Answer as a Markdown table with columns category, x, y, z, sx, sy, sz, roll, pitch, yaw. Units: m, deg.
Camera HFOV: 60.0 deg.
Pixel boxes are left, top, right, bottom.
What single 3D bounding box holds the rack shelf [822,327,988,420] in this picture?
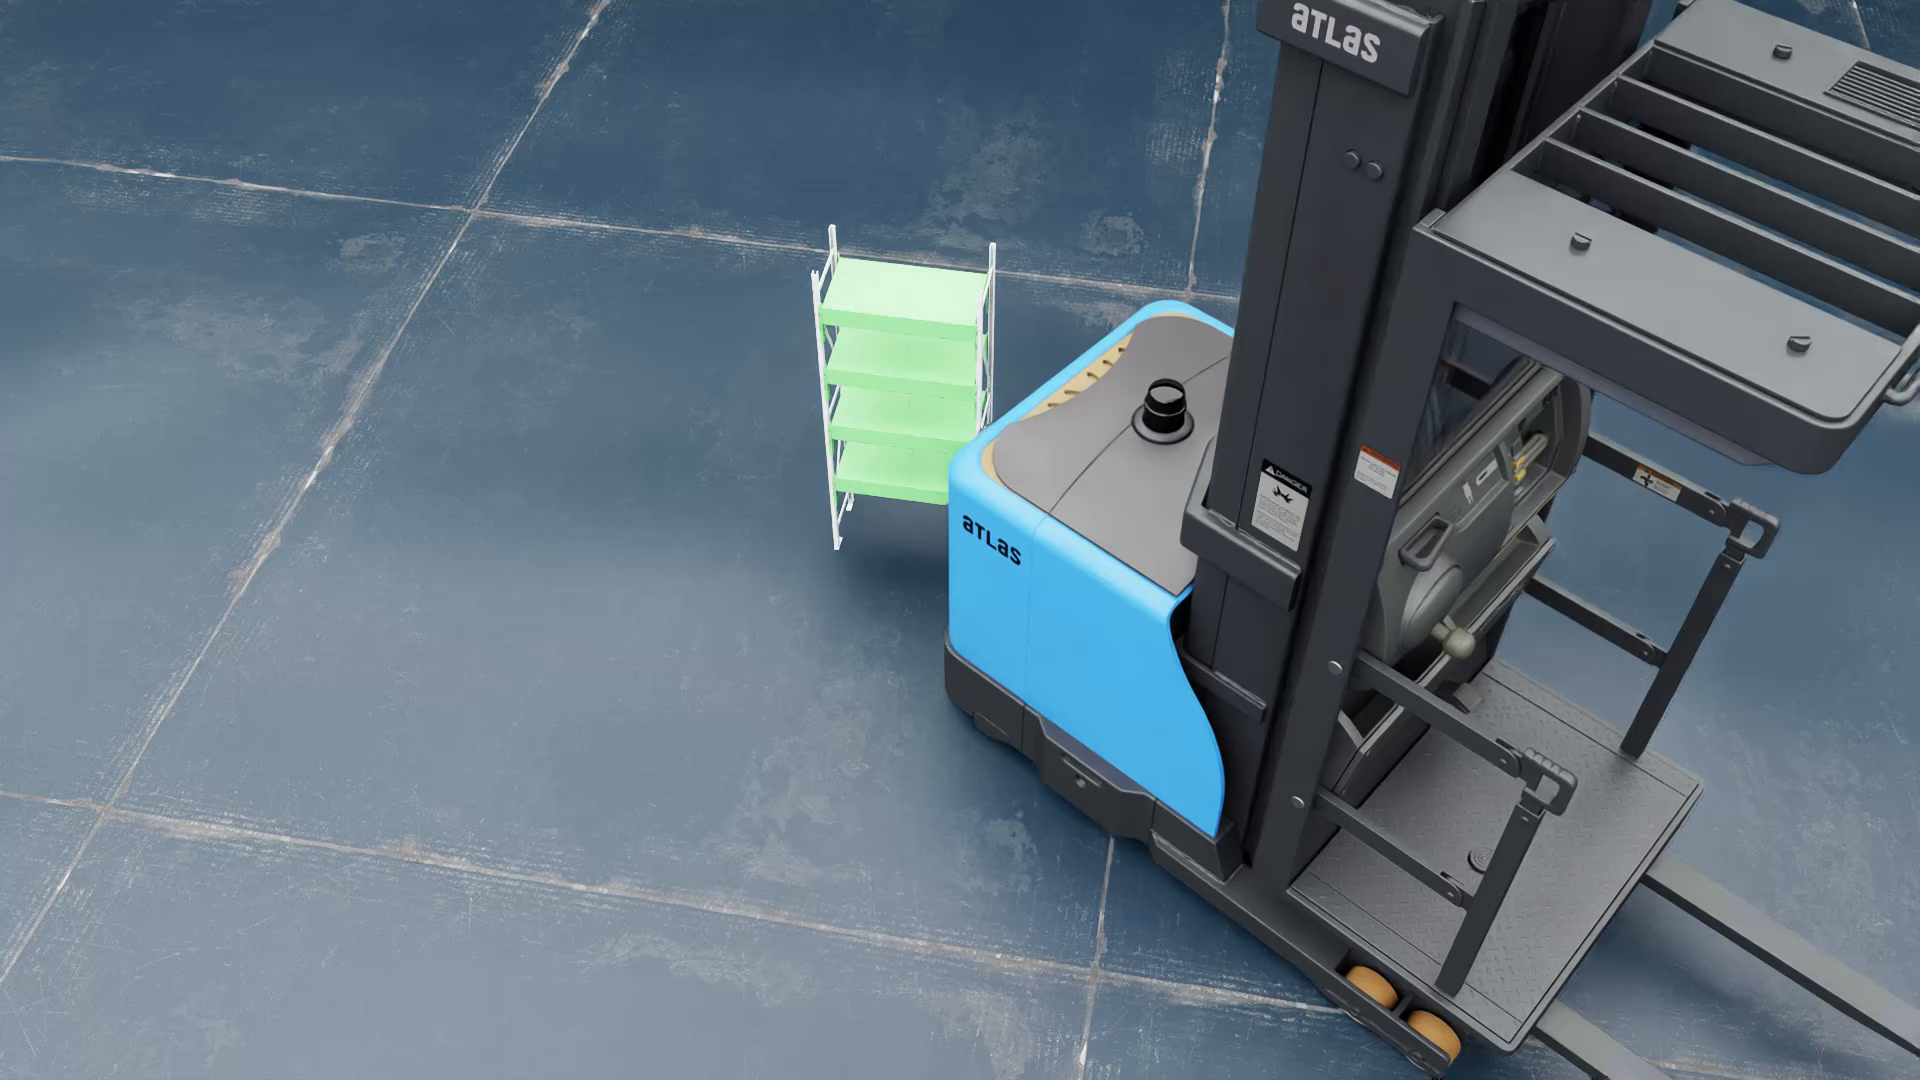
| category | x | y | z | sx | sy | sz | roll | pitch | yaw |
| --- | --- | --- | --- | --- | --- | --- | --- | --- | --- |
| rack shelf | -0.163 | -0.541 | 5.192 | 0.480 | 0.148 | 0.258 | 8 | 49 | 7 |

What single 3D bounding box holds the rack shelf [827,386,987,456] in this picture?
| category | x | y | z | sx | sy | sz | roll | pitch | yaw |
| --- | --- | --- | --- | --- | --- | --- | --- | --- | --- |
| rack shelf | -0.163 | -0.380 | 5.371 | 0.480 | 0.148 | 0.258 | 8 | 49 | 7 |

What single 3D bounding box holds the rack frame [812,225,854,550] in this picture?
| category | x | y | z | sx | sy | sz | roll | pitch | yaw |
| --- | --- | --- | --- | --- | --- | --- | --- | --- | --- |
| rack frame | -0.403 | -0.455 | 5.352 | 0.015 | 1.200 | 0.240 | 8 | 49 | 7 |

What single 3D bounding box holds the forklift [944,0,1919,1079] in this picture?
| category | x | y | z | sx | sy | sz | roll | pitch | yaw |
| --- | --- | --- | --- | --- | --- | --- | --- | --- | --- |
| forklift | 1.380 | -0.002 | 3.781 | 3.031 | 2.935 | 1.130 | 34 | 56 | 27 |

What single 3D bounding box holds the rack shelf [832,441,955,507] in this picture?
| category | x | y | z | sx | sy | sz | roll | pitch | yaw |
| --- | --- | --- | --- | --- | --- | --- | --- | --- | --- |
| rack shelf | -0.163 | -0.220 | 5.549 | 0.480 | 0.148 | 0.258 | 8 | 49 | 7 |

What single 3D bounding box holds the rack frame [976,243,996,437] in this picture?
| category | x | y | z | sx | sy | sz | roll | pitch | yaw |
| --- | --- | --- | --- | --- | --- | --- | --- | --- | --- |
| rack frame | 0.077 | -0.391 | 5.294 | 0.015 | 1.200 | 0.240 | 8 | 49 | 7 |

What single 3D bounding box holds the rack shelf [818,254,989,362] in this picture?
| category | x | y | z | sx | sy | sz | roll | pitch | yaw |
| --- | --- | --- | --- | --- | --- | --- | --- | --- | --- |
| rack shelf | -0.163 | -0.701 | 5.014 | 0.480 | 0.148 | 0.258 | 8 | 49 | 7 |

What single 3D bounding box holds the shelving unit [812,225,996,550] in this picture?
| category | x | y | z | sx | sy | sz | roll | pitch | yaw |
| --- | --- | --- | --- | --- | --- | --- | --- | --- | --- |
| shelving unit | -0.163 | -0.423 | 5.323 | 0.503 | 1.200 | 0.258 | 8 | 49 | 7 |
